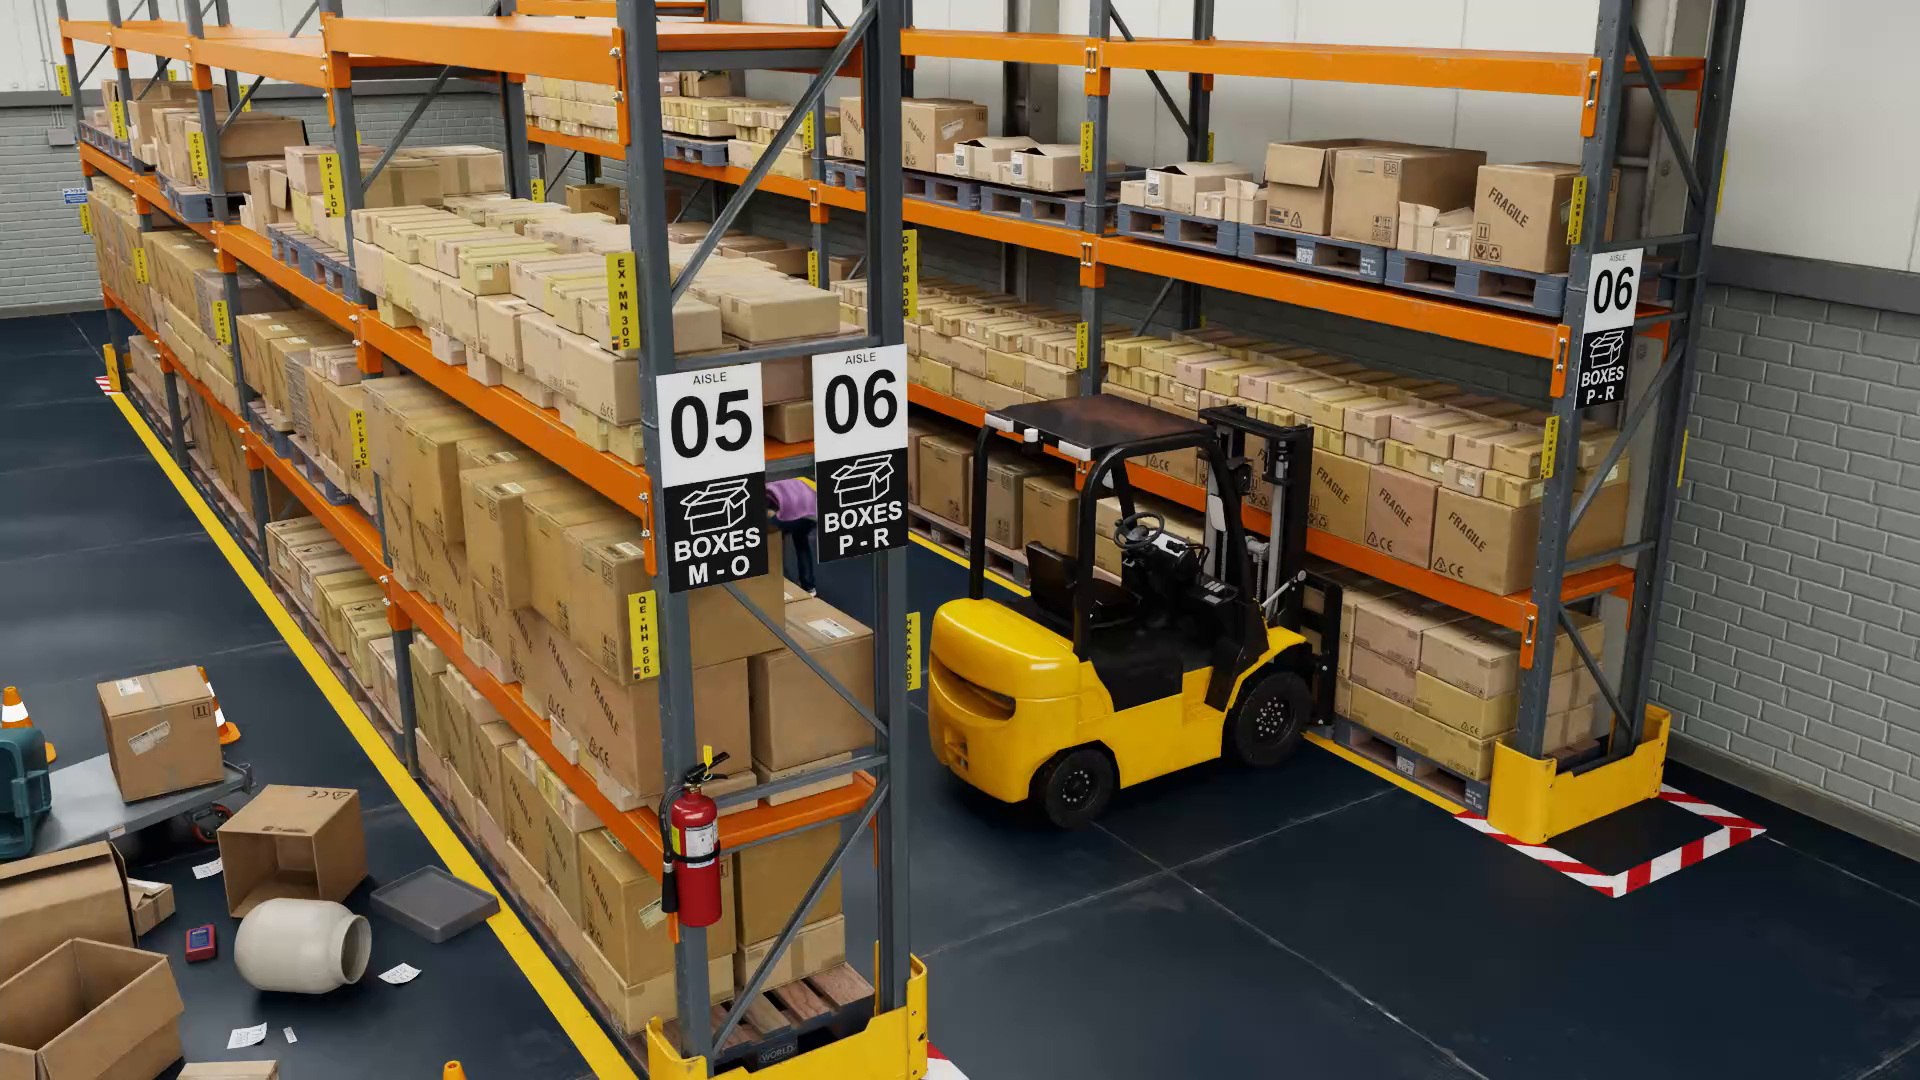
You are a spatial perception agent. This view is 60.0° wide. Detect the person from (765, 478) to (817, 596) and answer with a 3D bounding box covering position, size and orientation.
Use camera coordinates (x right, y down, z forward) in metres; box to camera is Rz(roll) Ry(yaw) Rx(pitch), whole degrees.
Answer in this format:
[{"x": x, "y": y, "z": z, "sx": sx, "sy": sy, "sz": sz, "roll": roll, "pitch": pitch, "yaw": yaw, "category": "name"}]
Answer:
[{"x": -1.378, "y": -0.072, "z": 12.765, "sx": 0.420, "sy": 0.984, "sz": 0.861, "roll": -13, "pitch": 22, "yaw": -34, "category": "person"}]
